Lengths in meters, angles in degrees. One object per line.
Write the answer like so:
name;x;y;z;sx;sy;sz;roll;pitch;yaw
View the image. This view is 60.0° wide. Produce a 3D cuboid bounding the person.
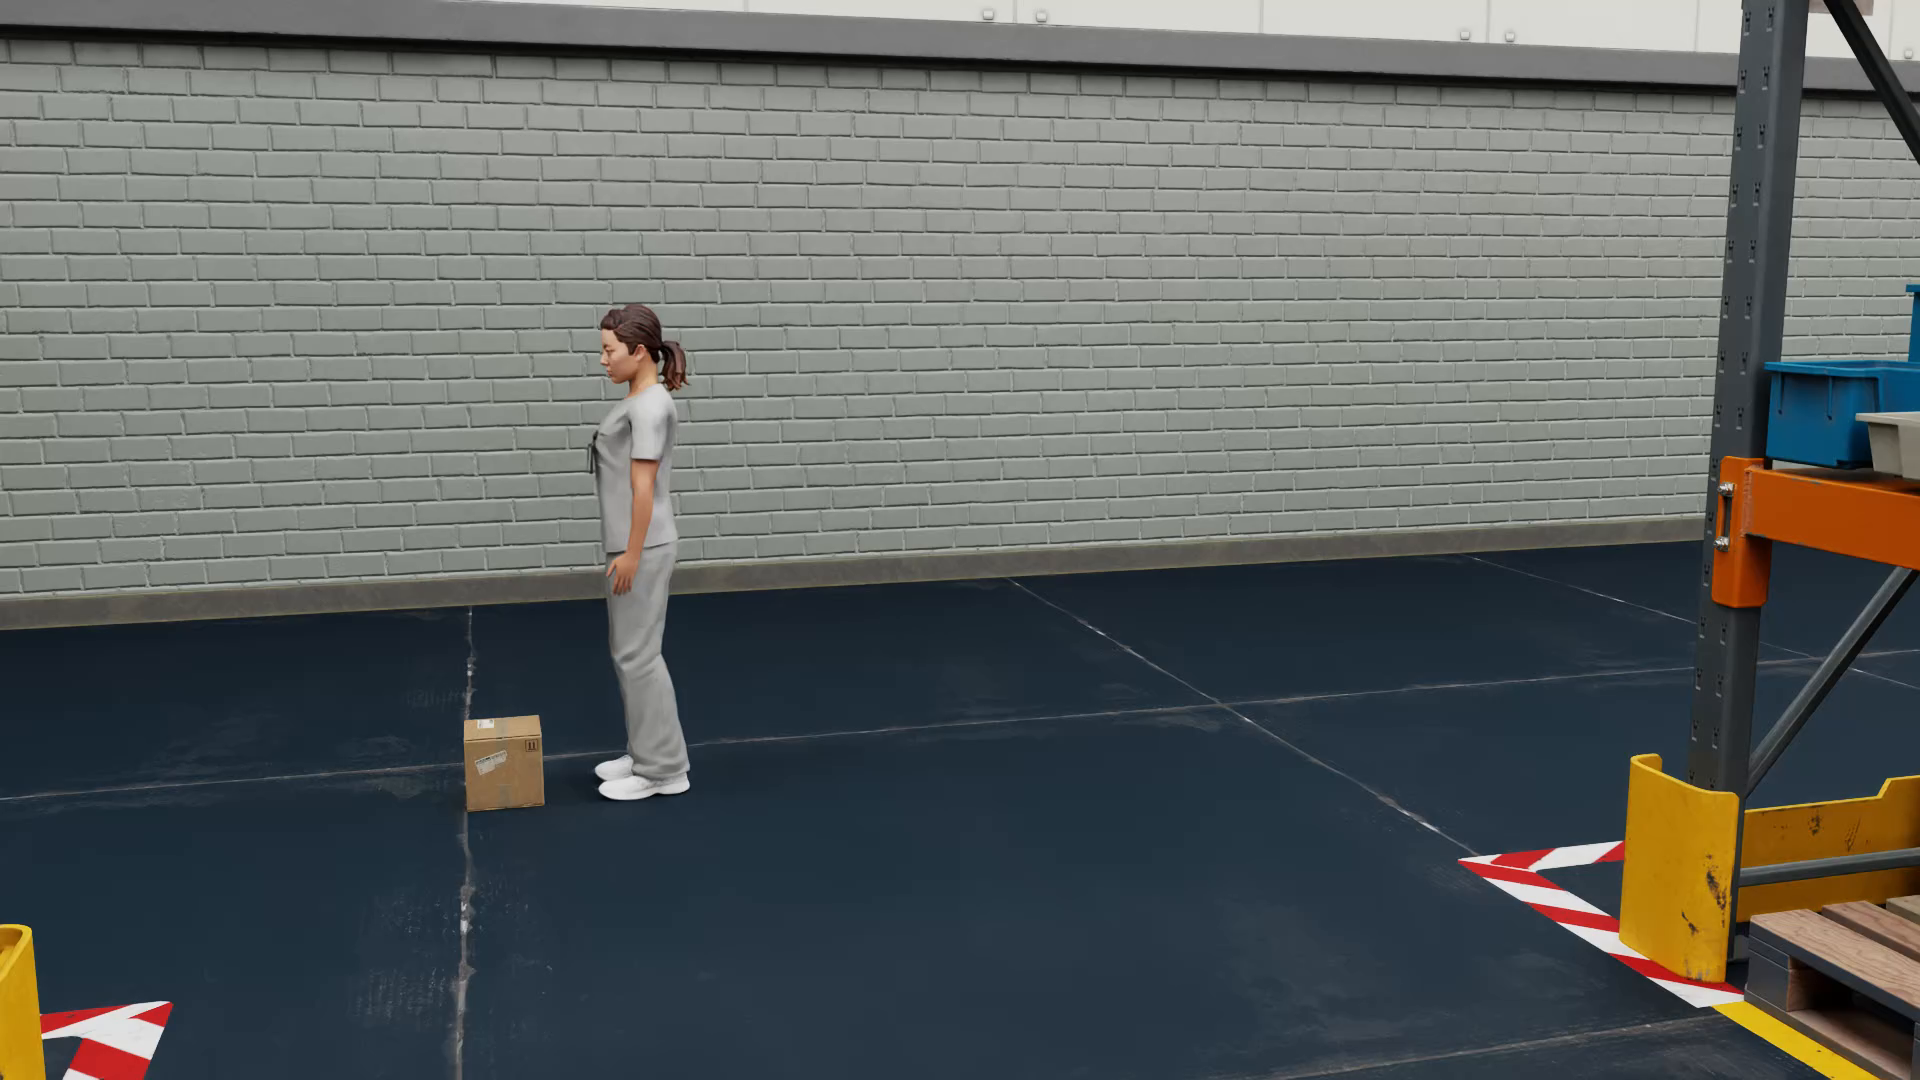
person;-1.080;0.039;5.663;0.361;1.673;0.440;-2;10;-15
